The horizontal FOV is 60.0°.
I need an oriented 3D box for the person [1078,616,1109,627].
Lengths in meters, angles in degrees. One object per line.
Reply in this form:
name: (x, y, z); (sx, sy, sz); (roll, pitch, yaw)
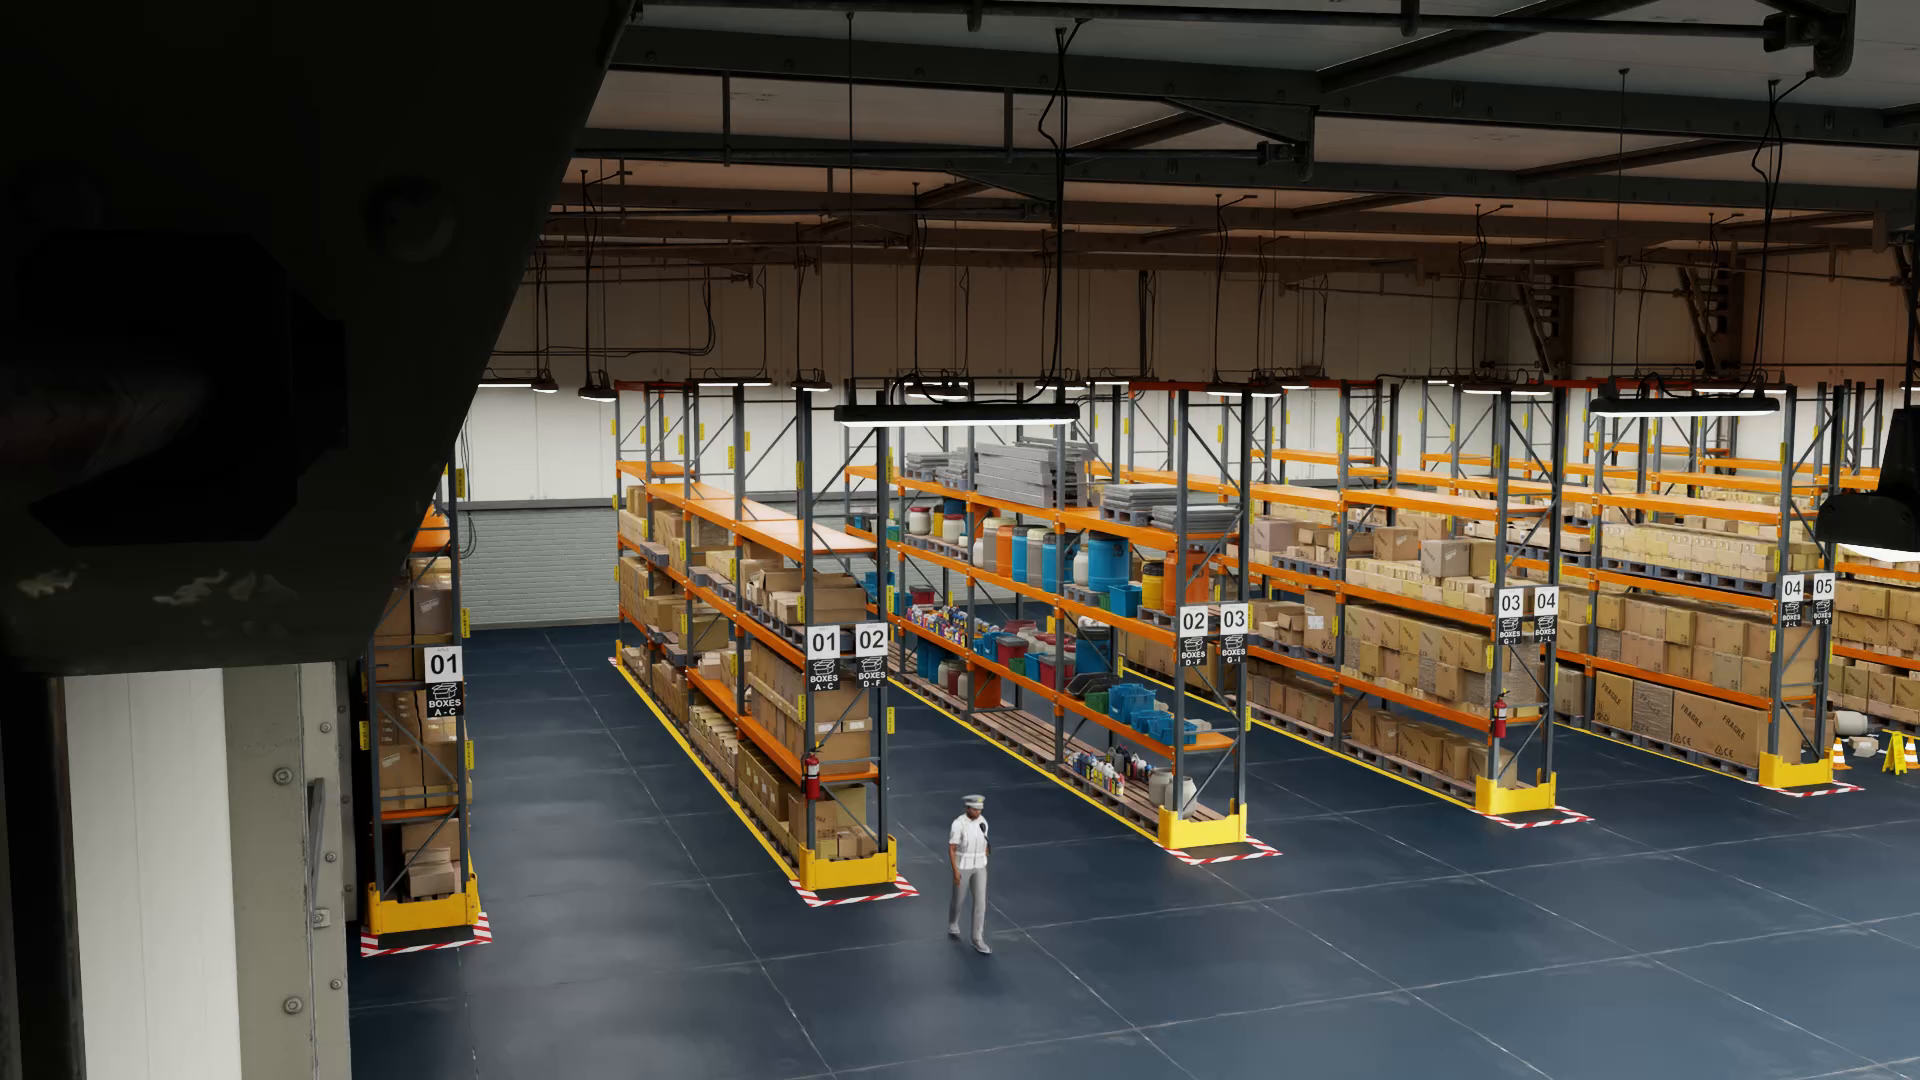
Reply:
person: (2.612, 2.044, 32.671); (0.620, 1.695, 0.848); (-1, 6, -9)

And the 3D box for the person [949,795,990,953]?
person: (0.129, 3.602, 18.191); (0.534, 1.640, 0.820); (-3, 7, -27)
